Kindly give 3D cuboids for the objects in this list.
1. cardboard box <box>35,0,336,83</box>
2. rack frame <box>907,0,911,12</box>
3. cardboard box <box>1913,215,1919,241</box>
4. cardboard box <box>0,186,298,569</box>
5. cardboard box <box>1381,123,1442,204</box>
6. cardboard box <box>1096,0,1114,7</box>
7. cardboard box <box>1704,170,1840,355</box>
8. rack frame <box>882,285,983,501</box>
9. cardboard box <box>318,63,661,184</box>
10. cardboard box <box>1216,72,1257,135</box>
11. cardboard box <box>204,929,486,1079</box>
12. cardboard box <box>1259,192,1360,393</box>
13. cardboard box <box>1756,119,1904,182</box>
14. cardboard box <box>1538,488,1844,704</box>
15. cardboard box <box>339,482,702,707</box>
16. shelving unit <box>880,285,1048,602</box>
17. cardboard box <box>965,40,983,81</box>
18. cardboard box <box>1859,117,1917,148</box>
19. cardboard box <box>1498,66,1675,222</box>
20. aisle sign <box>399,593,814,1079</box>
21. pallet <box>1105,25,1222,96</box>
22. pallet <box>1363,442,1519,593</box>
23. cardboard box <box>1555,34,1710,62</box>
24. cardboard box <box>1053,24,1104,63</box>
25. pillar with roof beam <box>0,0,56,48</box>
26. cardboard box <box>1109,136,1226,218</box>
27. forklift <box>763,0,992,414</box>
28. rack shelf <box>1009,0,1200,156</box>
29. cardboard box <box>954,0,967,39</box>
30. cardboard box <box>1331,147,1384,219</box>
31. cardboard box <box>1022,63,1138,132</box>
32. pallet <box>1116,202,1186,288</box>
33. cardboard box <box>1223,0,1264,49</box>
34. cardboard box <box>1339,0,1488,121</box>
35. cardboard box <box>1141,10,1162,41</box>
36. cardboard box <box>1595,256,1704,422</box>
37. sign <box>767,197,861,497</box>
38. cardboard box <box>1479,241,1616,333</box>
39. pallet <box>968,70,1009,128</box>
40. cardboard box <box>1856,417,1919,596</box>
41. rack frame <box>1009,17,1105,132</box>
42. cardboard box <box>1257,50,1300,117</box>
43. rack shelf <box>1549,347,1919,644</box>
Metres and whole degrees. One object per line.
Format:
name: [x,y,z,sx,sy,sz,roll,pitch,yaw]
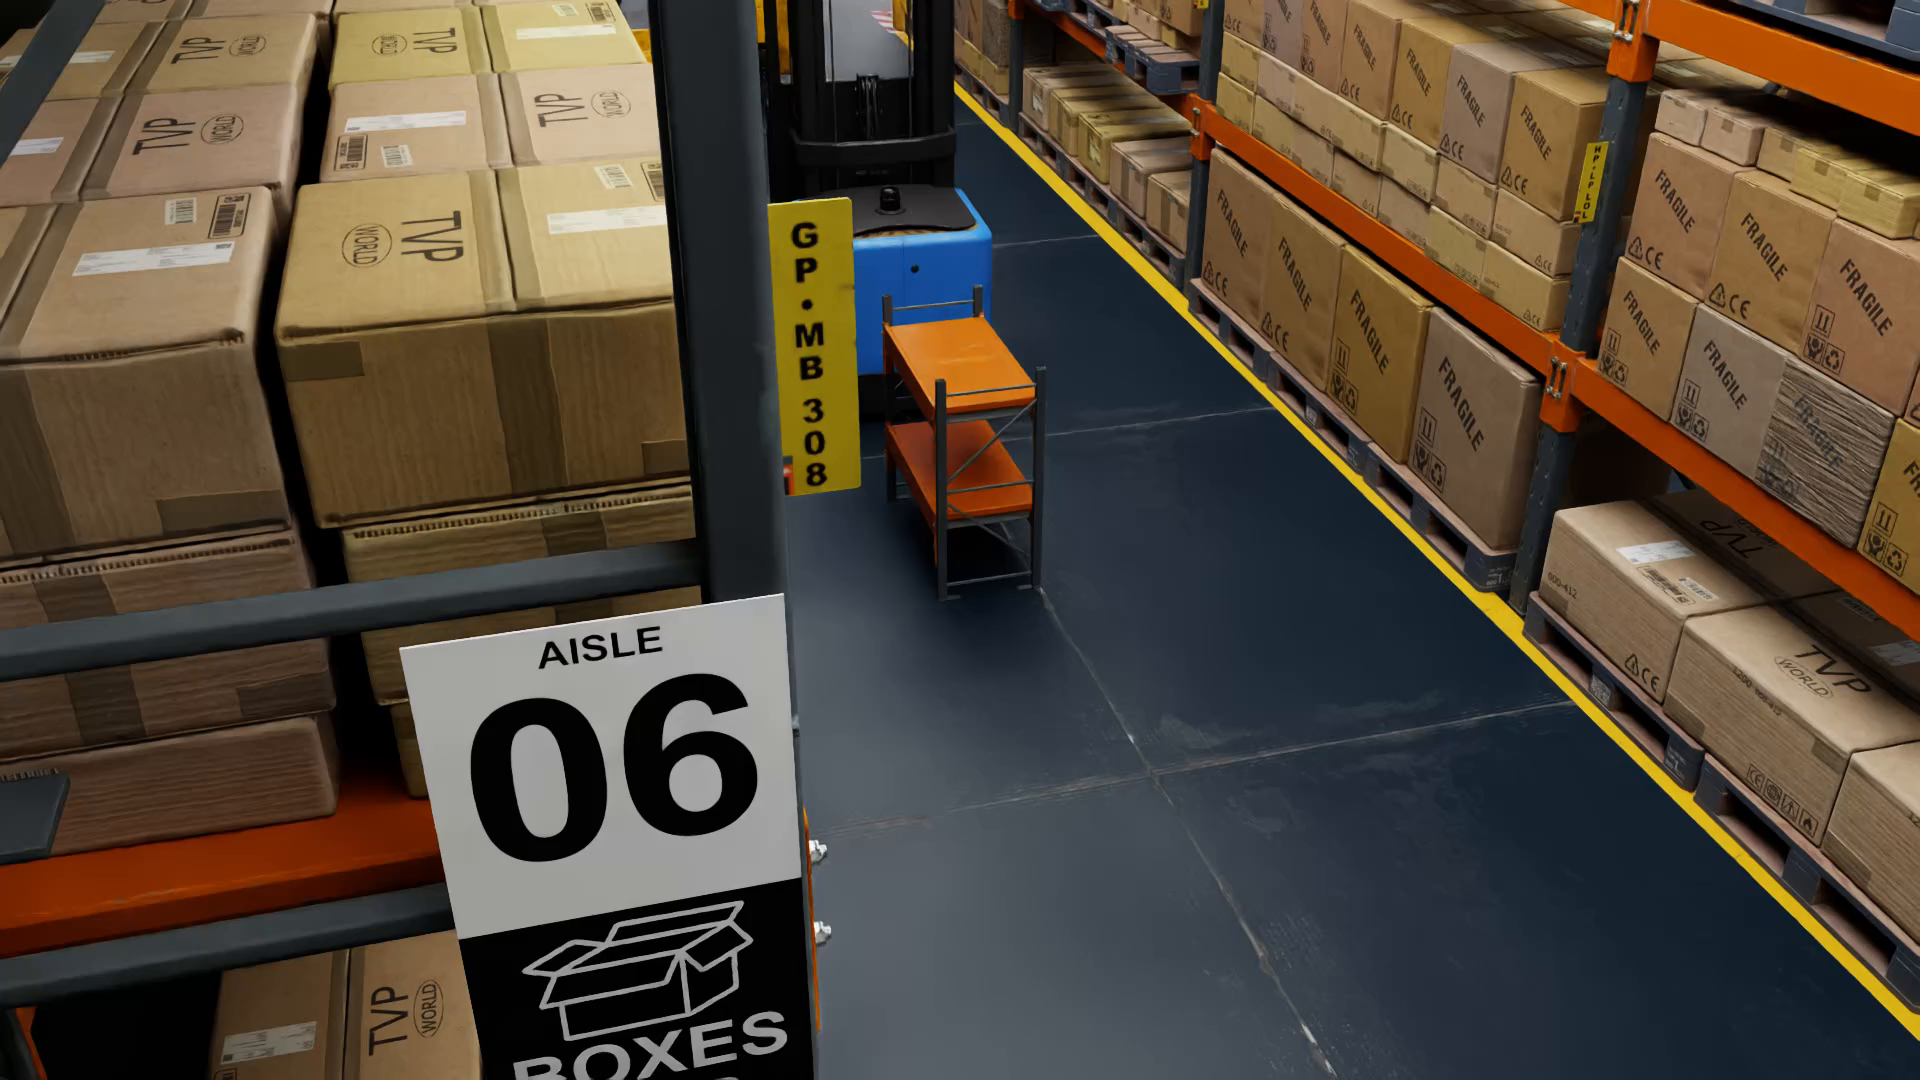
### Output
cardboard box: [-1.458,-0.944,3.246,0.500,0.250,0.500,-8,31,-13]
rack frame: [-0.142,-6.833,17.062,1.000,3.000,0.127,-8,31,-13]
cardboard box: [3.264,-0.997,5.233,0.380,0.149,0.250,-8,31,-13]
cardboard box: [-1.066,-0.200,1.961,0.500,0.250,0.500,-9,31,-15]
cardboard box: [2.409,-1.860,8.119,0.500,0.250,0.500,-7,31,-12]
cardboard box: [1.180,-3.908,11.838,0.380,0.149,0.250,-9,31,-15]
cardboard box: [3.064,-1.007,5.897,0.500,0.500,0.500,-8,31,-14]
rack frame: [-0.133,-0.729,8.387,0.500,1.125,0.032,-8,31,-13]
cardboard box: [-0.672,-0.518,2.511,0.500,0.250,0.500,-8,31,-14]
cardboard box: [1.869,-2.635,9.958,0.500,0.250,0.500,-8,31,-14]
cardboard box: [-1.193,1.056,3.284,0.500,0.250,0.500,-8,31,-13]
cardboard box: [2.318,-1.456,9.473,0.875,0.875,0.875,-7,31,-13]
cardboard box: [3.069,-1.368,5.874,0.380,0.149,0.250,-8,31,-14]
cardboard box: [3.107,0.207,7.037,0.875,0.438,0.875,-8,31,-14]
cardboard box: [-0.534,-0.057,2.212,0.500,0.250,0.500,-8,31,-14]
shelving unit: [0.002,-0.484,7.963,0.538,1.125,1.048,-8,31,-13]
cardboard box: [0.353,-4.399,15.181,0.500,0.250,0.500,-9,31,-15]
cardboard box: [3.454,-1.425,5.971,0.380,0.149,0.250,-8,31,-13]
cardboard box: [2.683,-1.696,7.088,0.500,0.500,0.500,-7,31,-12]
aisle sign: [-0.378,0.425,1.927,0.394,0.787,0.004,-8,31,-13]
pallet: [1.690,-3.217,11.005,1.213,0.211,1.003,-8,31,-13]
pallet: [2.766,-0.194,8.374,1.003,0.211,1.213,-8,31,-13]
cardboard box: [3.042,-2.007,7.624,0.500,0.500,0.500,-8,31,-14]
cardboard box: [1.024,-4.539,14.674,0.500,0.500,0.500,-6,31,-11]
pillar with roof beam: [1.725,-3.089,4.603,9.100,9.000,0.400,-8,31,-13]
cardboard box: [1.638,-2.644,12.027,0.950,0.372,0.625,-8,31,-14]
forklift: [-0.628,-2.679,9.953,1.130,2.935,3.031,-6,31,-11]
rack shelf: [1.451,-3.624,12.235,1.077,0.370,4.000,-8,31,-13]
cardboard box: [0.231,-4.960,15.401,0.500,0.500,0.500,-6,31,-11]
cardboard box: [2.290,-1.897,8.683,0.500,0.250,0.500,-8,31,-13]
cardboard box: [1.062,-3.693,13.840,0.950,0.372,0.625,-7,31,-13]
pallet: [1.776,-2.140,11.737,1.003,0.211,1.213,-8,31,-13]
cardboard box: [1.877,-3.175,9.643,0.500,0.500,0.500,-9,31,-15]
cardboard box: [2.271,-2.441,8.374,0.500,0.500,0.500,-7,31,-12]
cardboard box: [1.417,-3.405,10.970,0.380,0.149,0.250,-8,31,-14]
cardboard box: [2.916,-0.820,6.572,0.500,0.500,0.500,-7,31,-12]
sign: [-0.156,-0.193,1.722,0.100,0.325,0.005,-8,31,-13]
cardboard box: [2.681,-1.156,7.402,0.500,0.250,0.500,-9,31,-14]
pallet: [0.708,-4.014,14.975,1.003,0.211,1.213,-8,31,-13]
cardboard box: [3.308,-0.086,5.305,0.500,0.500,0.500,-7,31,-12]
rack frame: [0.920,-4.902,13.724,1.000,3.000,0.127,-8,31,-13]
cardboard box: [2.014,-2.594,9.388,0.500,0.250,0.500,-7,31,-12]
rack shelf: [3.574,0.240,5.560,1.077,0.370,4.000,-8,31,-13]
